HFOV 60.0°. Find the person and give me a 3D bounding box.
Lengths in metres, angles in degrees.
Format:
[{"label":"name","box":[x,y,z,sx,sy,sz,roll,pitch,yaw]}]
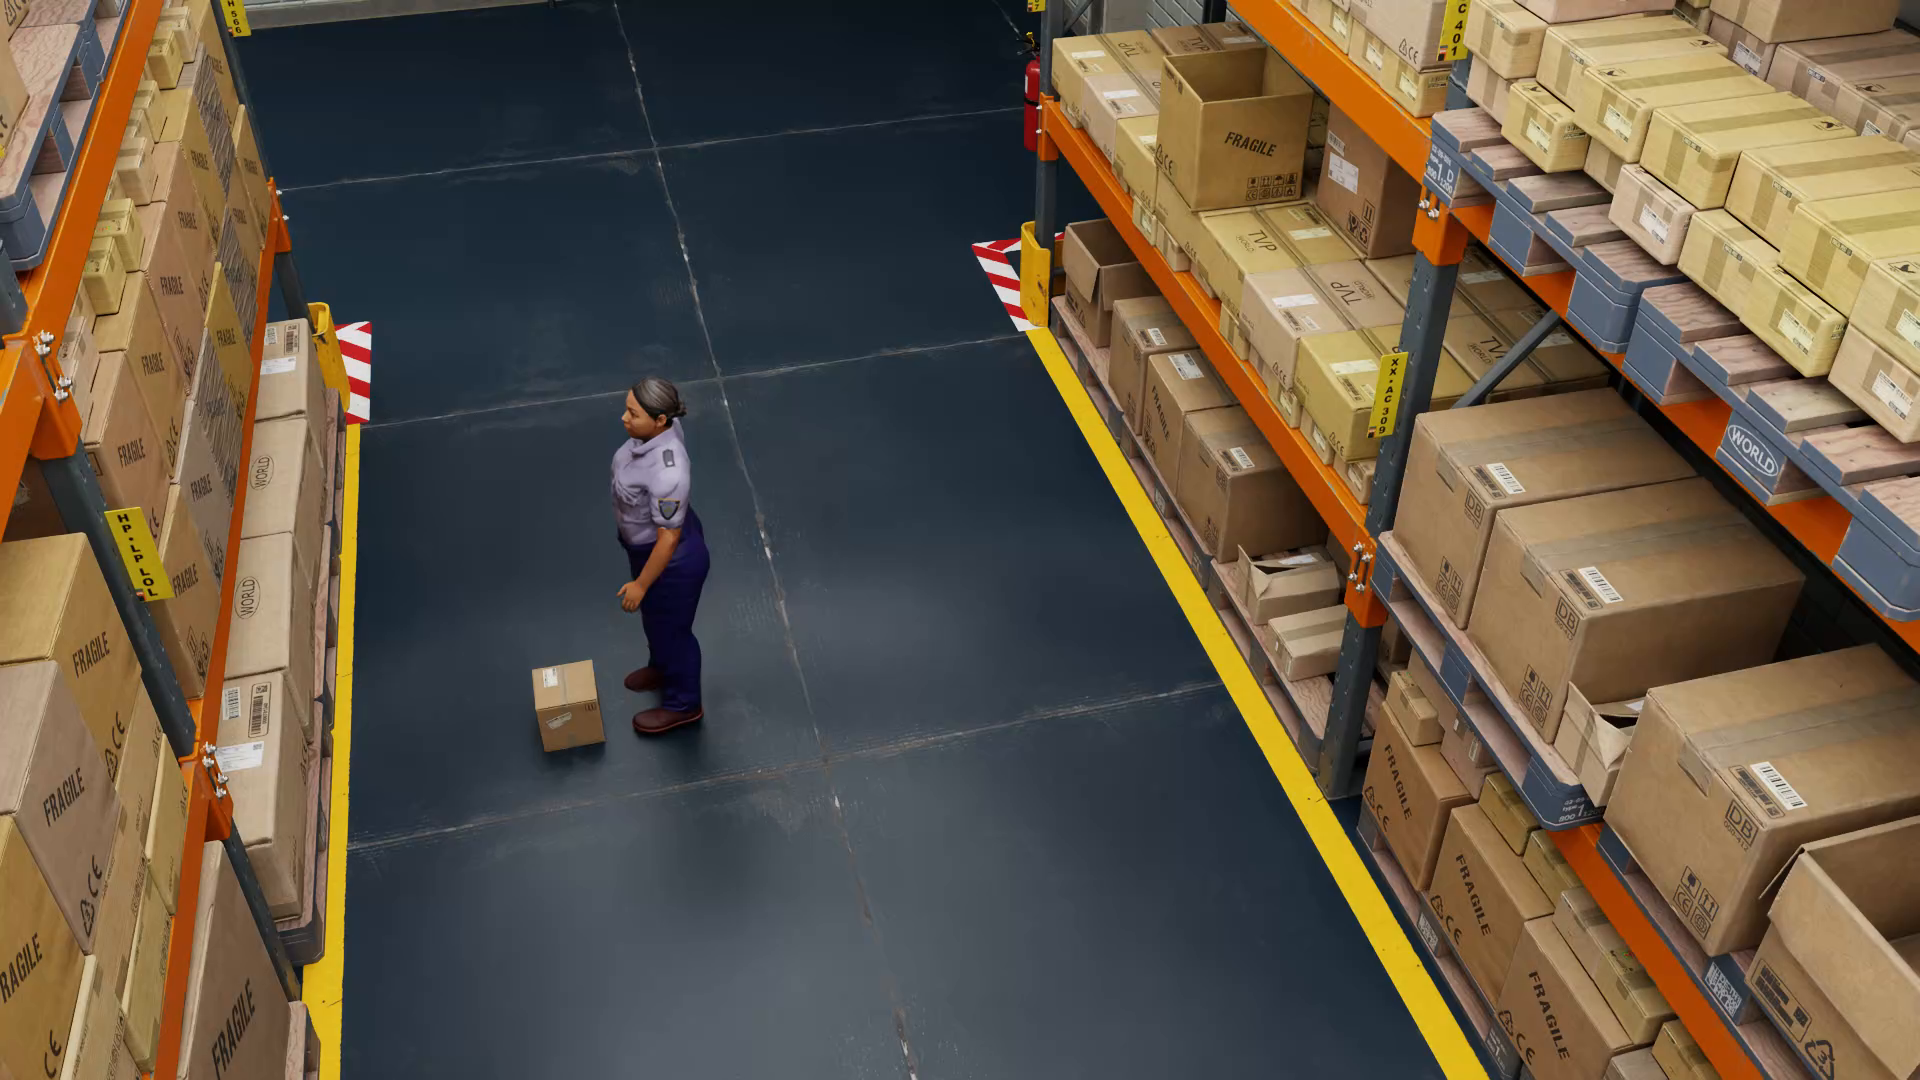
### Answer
[{"label":"person","box":[-1.214,0.081,6.627,0.417,1.671,0.526,-9,39,-12]}]
